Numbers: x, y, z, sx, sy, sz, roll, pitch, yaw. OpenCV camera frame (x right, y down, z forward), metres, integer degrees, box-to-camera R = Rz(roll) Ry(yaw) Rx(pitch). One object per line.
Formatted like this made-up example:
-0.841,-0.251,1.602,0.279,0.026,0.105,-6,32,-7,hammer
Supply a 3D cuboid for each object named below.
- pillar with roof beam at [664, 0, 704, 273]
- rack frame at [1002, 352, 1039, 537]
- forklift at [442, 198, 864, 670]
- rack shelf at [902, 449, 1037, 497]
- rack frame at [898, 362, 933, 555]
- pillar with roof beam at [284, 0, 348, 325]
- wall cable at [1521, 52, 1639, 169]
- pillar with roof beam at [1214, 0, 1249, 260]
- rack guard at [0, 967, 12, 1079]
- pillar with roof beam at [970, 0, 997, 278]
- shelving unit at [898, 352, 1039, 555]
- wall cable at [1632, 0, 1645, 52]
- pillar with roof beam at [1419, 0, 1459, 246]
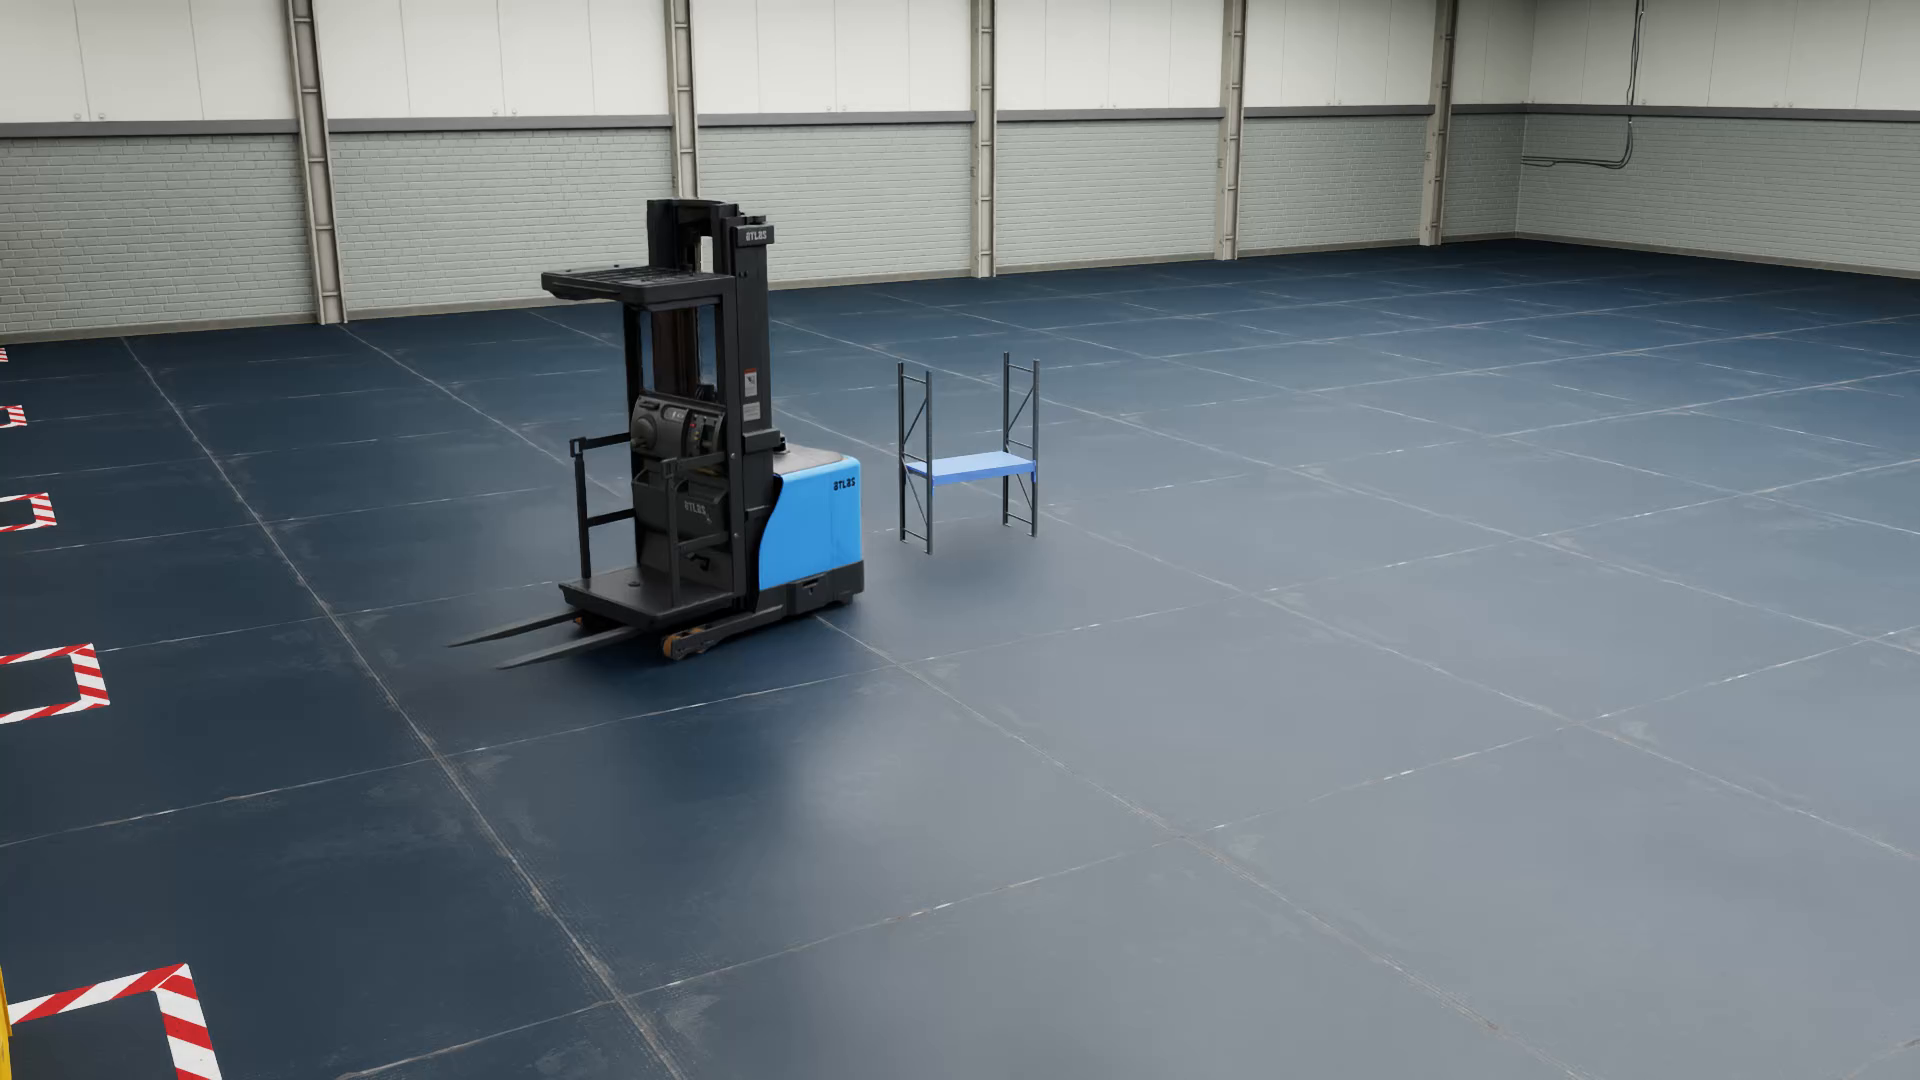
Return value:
-2.484,-7.584,24.293,0.400,9.000,9.100,-9,18,-30,pillar with roof beam
0.509,-0.805,14.002,0.032,1.500,0.500,-9,18,-30,rack frame
-2.070,-0.766,11.211,1.130,2.935,3.031,14,21,40,forklift
0.073,-0.561,13.798,1.000,0.185,0.538,-9,18,-30,rack shelf
-0.363,-0.663,13.498,0.032,1.500,0.500,-9,18,-30,rack frame
-7.627,-6.750,21.318,0.400,9.000,9.100,-9,18,-30,pillar with roof beam
13.934,-9.691,37.561,0.112,2.526,3.097,-9,18,-30,wall cable
7.802,-9.252,30.244,0.400,9.000,9.100,-9,18,-30,pillar with roof beam
-3.753,1.900,6.205,0.348,0.500,1.175,-9,18,-30,rack guard
2.659,-8.418,27.268,0.400,9.000,9.100,-9,18,-30,pillar with roof beam
0.073,-0.734,13.750,1.048,1.500,0.538,-9,18,-30,shelving unit
15.328,-11.496,34.646,0.112,2.526,3.097,-9,18,-30,wall cable
12.945,-10.086,33.219,0.400,9.000,9.100,-9,18,-30,pillar with roof beam
